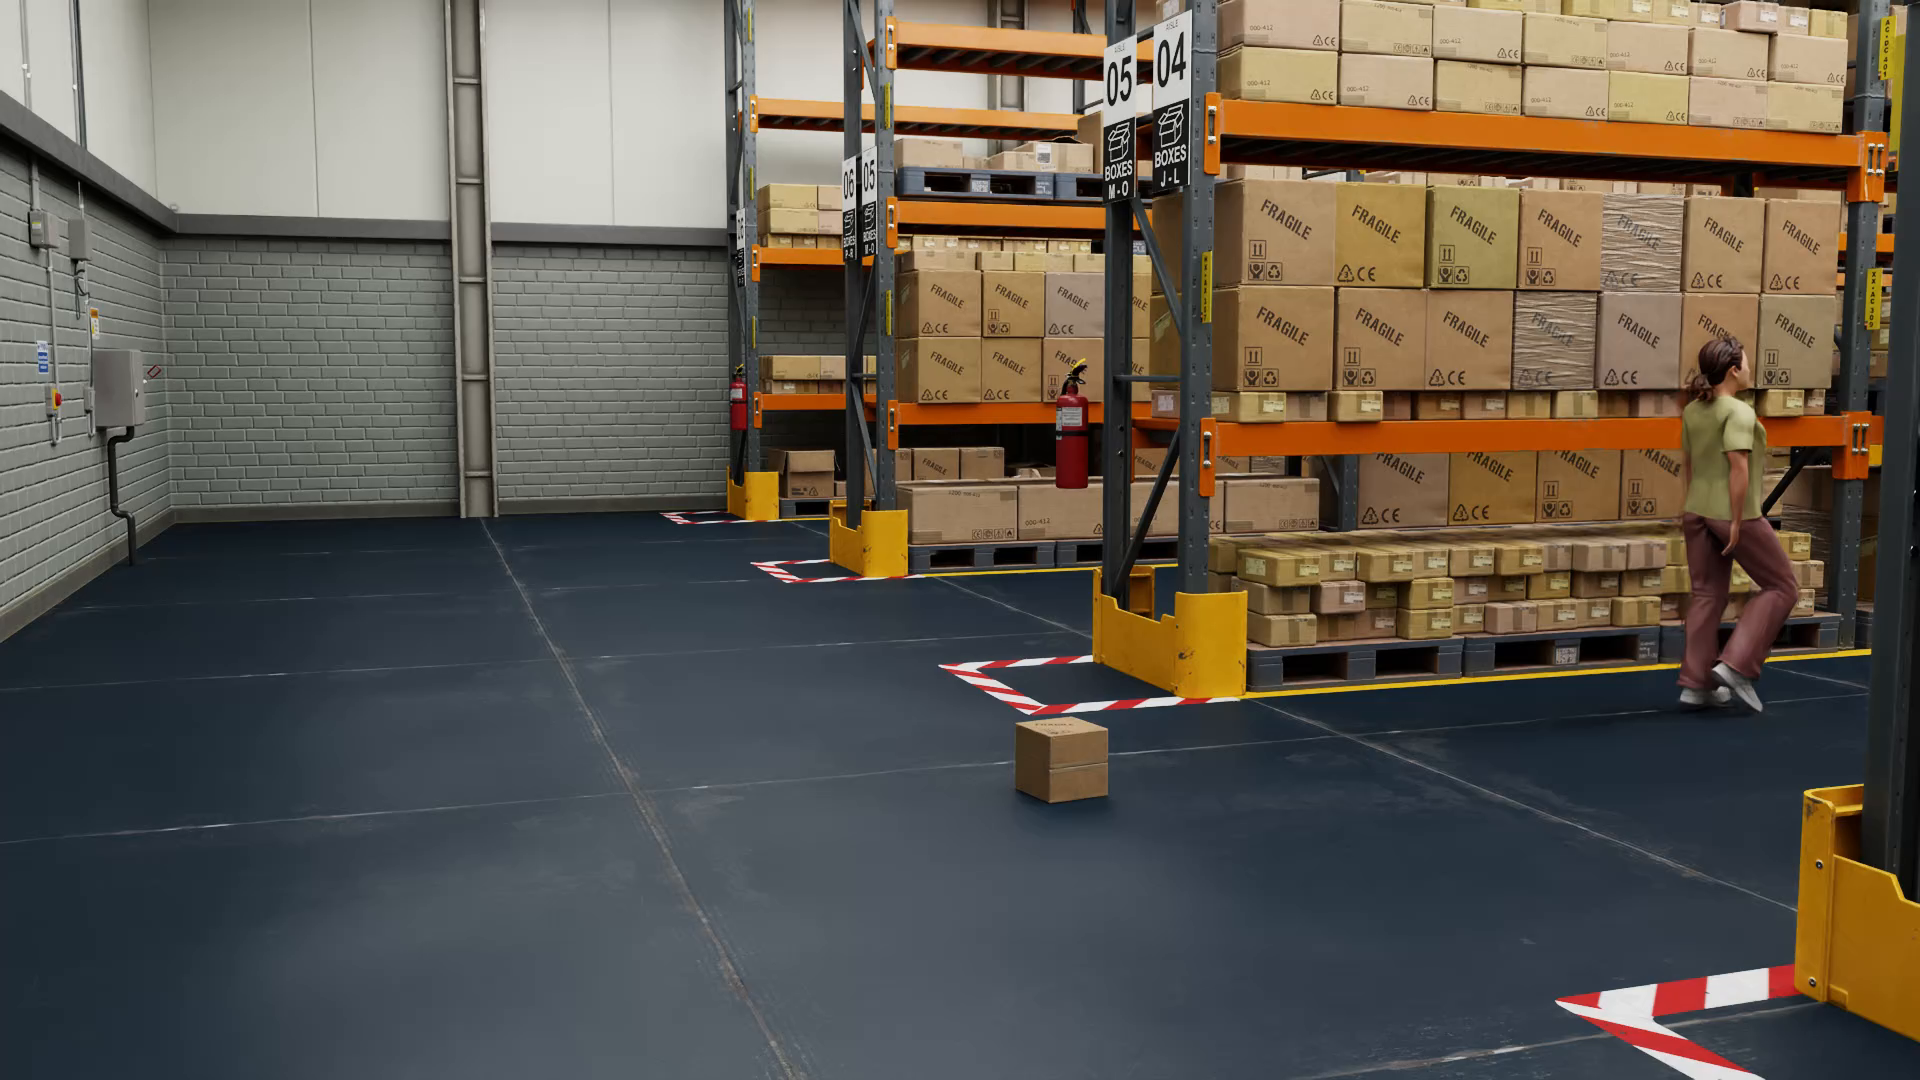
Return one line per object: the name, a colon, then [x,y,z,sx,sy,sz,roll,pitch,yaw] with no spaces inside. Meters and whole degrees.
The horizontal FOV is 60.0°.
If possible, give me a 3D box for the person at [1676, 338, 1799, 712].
person: [3.499,-0.068,7.553,0.470,1.686,0.454,-2,6,-18]
